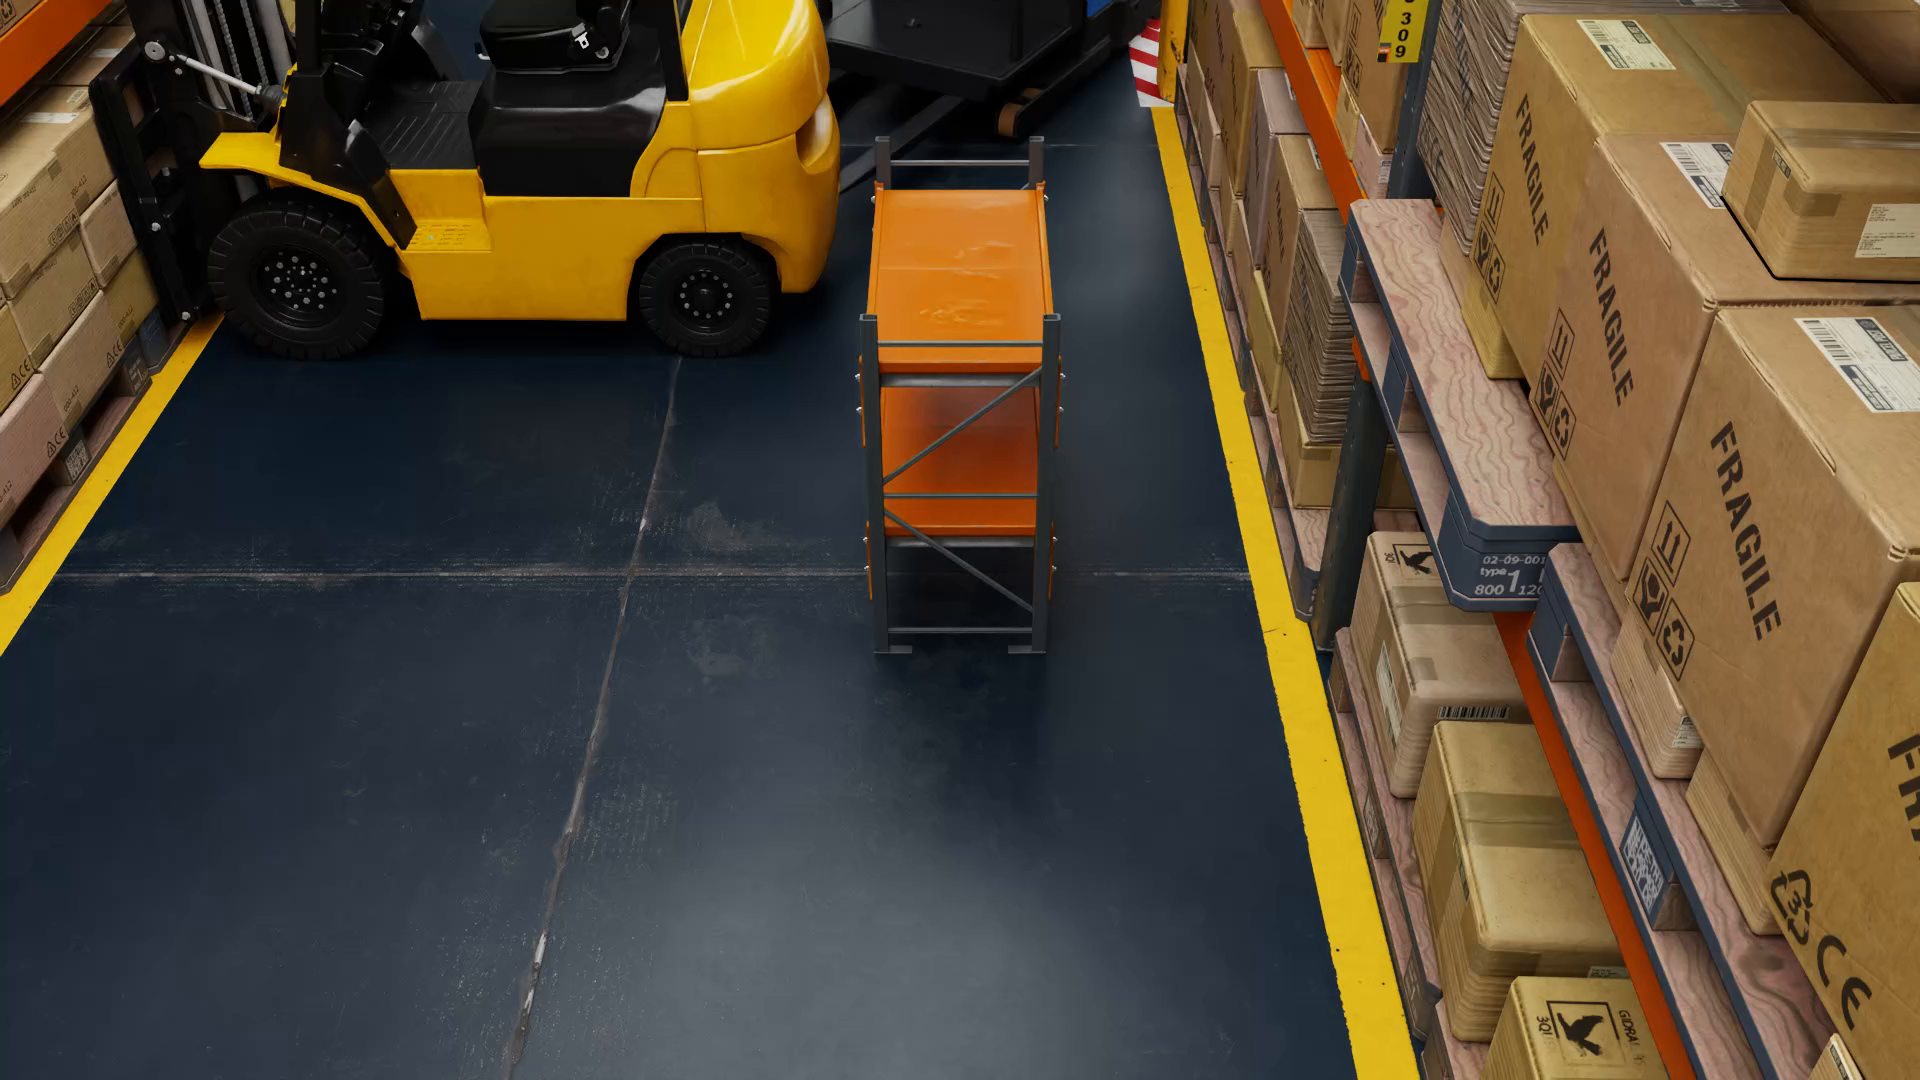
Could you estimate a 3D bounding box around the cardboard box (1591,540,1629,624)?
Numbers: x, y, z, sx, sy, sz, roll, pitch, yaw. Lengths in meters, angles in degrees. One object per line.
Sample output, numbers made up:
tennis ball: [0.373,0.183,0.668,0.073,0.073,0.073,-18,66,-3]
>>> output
cardboard box: [1.247,0.050,2.654,0.380,0.149,0.250,0,39,0]

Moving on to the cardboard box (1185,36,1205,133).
cardboard box: [1.257,-1.966,7.168,0.500,0.250,0.500,0,39,0]

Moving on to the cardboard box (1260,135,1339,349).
cardboard box: [1.266,-0.950,5.300,0.500,0.500,0.500,1,39,1]

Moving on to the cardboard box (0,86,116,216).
cardboard box: [-3.116,-1.288,5.521,0.500,0.250,0.500,1,39,1]

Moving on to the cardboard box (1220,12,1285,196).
cardboard box: [1.255,-1.604,6.116,0.500,0.500,0.500,1,39,1]

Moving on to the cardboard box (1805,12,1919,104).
cardboard box: [1.769,-0.599,2.945,0.500,0.500,0.500,0,39,0]

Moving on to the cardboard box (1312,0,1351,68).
cardboard box: [1.281,-1.633,4.572,0.500,0.500,0.500,1,39,1]

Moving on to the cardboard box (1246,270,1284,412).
cardboard box: [1.257,-0.672,5.553,0.500,0.250,0.500,-1,39,-1]

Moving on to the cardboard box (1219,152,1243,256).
cardboard box: [1.263,-1.306,6.344,0.500,0.250,0.500,2,39,3]

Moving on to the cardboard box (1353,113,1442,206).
cardboard box: [1.232,-0.982,4.277,0.380,0.149,0.250,0,39,-1]

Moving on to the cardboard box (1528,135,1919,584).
cardboard box: [1.239,-0.282,2.550,0.500,0.500,0.500,0,39,0]

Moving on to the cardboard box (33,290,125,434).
cardboard box: [-3.112,-0.584,5.443,0.500,0.250,0.500,-1,39,-1]

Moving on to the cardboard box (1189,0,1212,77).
cardboard box: [1.258,-2.244,6.915,0.500,0.500,0.500,-1,39,-2]

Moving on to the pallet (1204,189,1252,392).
pallet: [1.497,-0.975,6.298,1.003,0.211,1.213,0,39,0]

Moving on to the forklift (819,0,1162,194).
forklift: [-0.058,-3.266,6.981,1.130,2.935,3.031,19,43,22]

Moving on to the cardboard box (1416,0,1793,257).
cardboard box: [1.251,-0.904,3.326,0.500,0.500,0.500,1,39,1]

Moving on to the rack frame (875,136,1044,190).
rack frame: [-0.001,-0.753,5.290,0.500,1.125,0.032,0,39,0]

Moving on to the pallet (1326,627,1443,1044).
pallet: [1.540,0.696,4.212,1.003,0.211,1.213,0,39,0]

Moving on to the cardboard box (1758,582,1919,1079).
cardboard box: [1.250,0.381,1.723,0.500,0.500,0.500,-3,39,-3]

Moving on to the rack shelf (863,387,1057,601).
rack shelf: [0.000,-0.244,5.046,0.538,0.278,1.000,0,39,0]

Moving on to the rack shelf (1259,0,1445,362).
rack shelf: [1.535,-1.849,5.734,1.077,0.370,4.000,0,39,0]

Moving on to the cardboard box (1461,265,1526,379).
cardboard box: [1.213,-0.443,3.269,0.380,0.149,0.250,1,39,1]

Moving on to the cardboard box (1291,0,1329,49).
cardboard box: [1.228,-1.617,5.070,0.380,0.149,0.250,-1,39,-1]

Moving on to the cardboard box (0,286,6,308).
cardboard box: [-3.113,-0.657,4.734,0.500,0.250,0.500,-1,39,-1]

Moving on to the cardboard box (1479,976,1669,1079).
cardboard box: [1.547,1.195,3.125,0.950,0.372,0.625,1,39,1]

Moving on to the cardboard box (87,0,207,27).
cardboard box: [-3.102,-1.933,6.327,0.500,0.250,0.500,0,39,1]

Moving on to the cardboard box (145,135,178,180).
cardboard box: [-3.109,-1.407,6.070,0.500,0.250,0.500,0,39,0]

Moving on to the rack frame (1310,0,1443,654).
rack frame: [1.537,-0.879,3.948,1.000,3.000,0.127,0,39,0]

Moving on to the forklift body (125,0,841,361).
forklift body: [-1.604,-1.859,5.849,2.313,2.155,1.214,0,39,0]

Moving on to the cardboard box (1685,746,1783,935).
cardboard box: [1.225,0.383,2.238,0.380,0.149,0.250,-1,39,-1]

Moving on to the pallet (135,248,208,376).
pallet: [-3.390,-1.047,6.388,1.003,0.211,1.213,0,39,0]

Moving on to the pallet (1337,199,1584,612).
pallet: [1.393,-0.326,3.411,1.003,0.211,1.213,0,39,0]

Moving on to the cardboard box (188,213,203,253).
cardboard box: [-3.109,-1.223,6.240,0.500,0.250,0.500,1,39,1]

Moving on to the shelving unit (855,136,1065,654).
shelving unit: [0.000,-0.435,4.893,0.538,1.125,1.048,0,39,0]

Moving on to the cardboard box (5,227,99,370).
cardboard box: [-3.121,-0.777,5.284,0.500,0.250,0.500,0,39,0]

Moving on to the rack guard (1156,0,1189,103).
rack guard: [1.533,-2.357,7.792,1.175,0.500,0.348,0,39,0]

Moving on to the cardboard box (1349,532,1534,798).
cardboard box: [1.540,0.311,4.229,0.950,0.372,0.625,0,39,1]
